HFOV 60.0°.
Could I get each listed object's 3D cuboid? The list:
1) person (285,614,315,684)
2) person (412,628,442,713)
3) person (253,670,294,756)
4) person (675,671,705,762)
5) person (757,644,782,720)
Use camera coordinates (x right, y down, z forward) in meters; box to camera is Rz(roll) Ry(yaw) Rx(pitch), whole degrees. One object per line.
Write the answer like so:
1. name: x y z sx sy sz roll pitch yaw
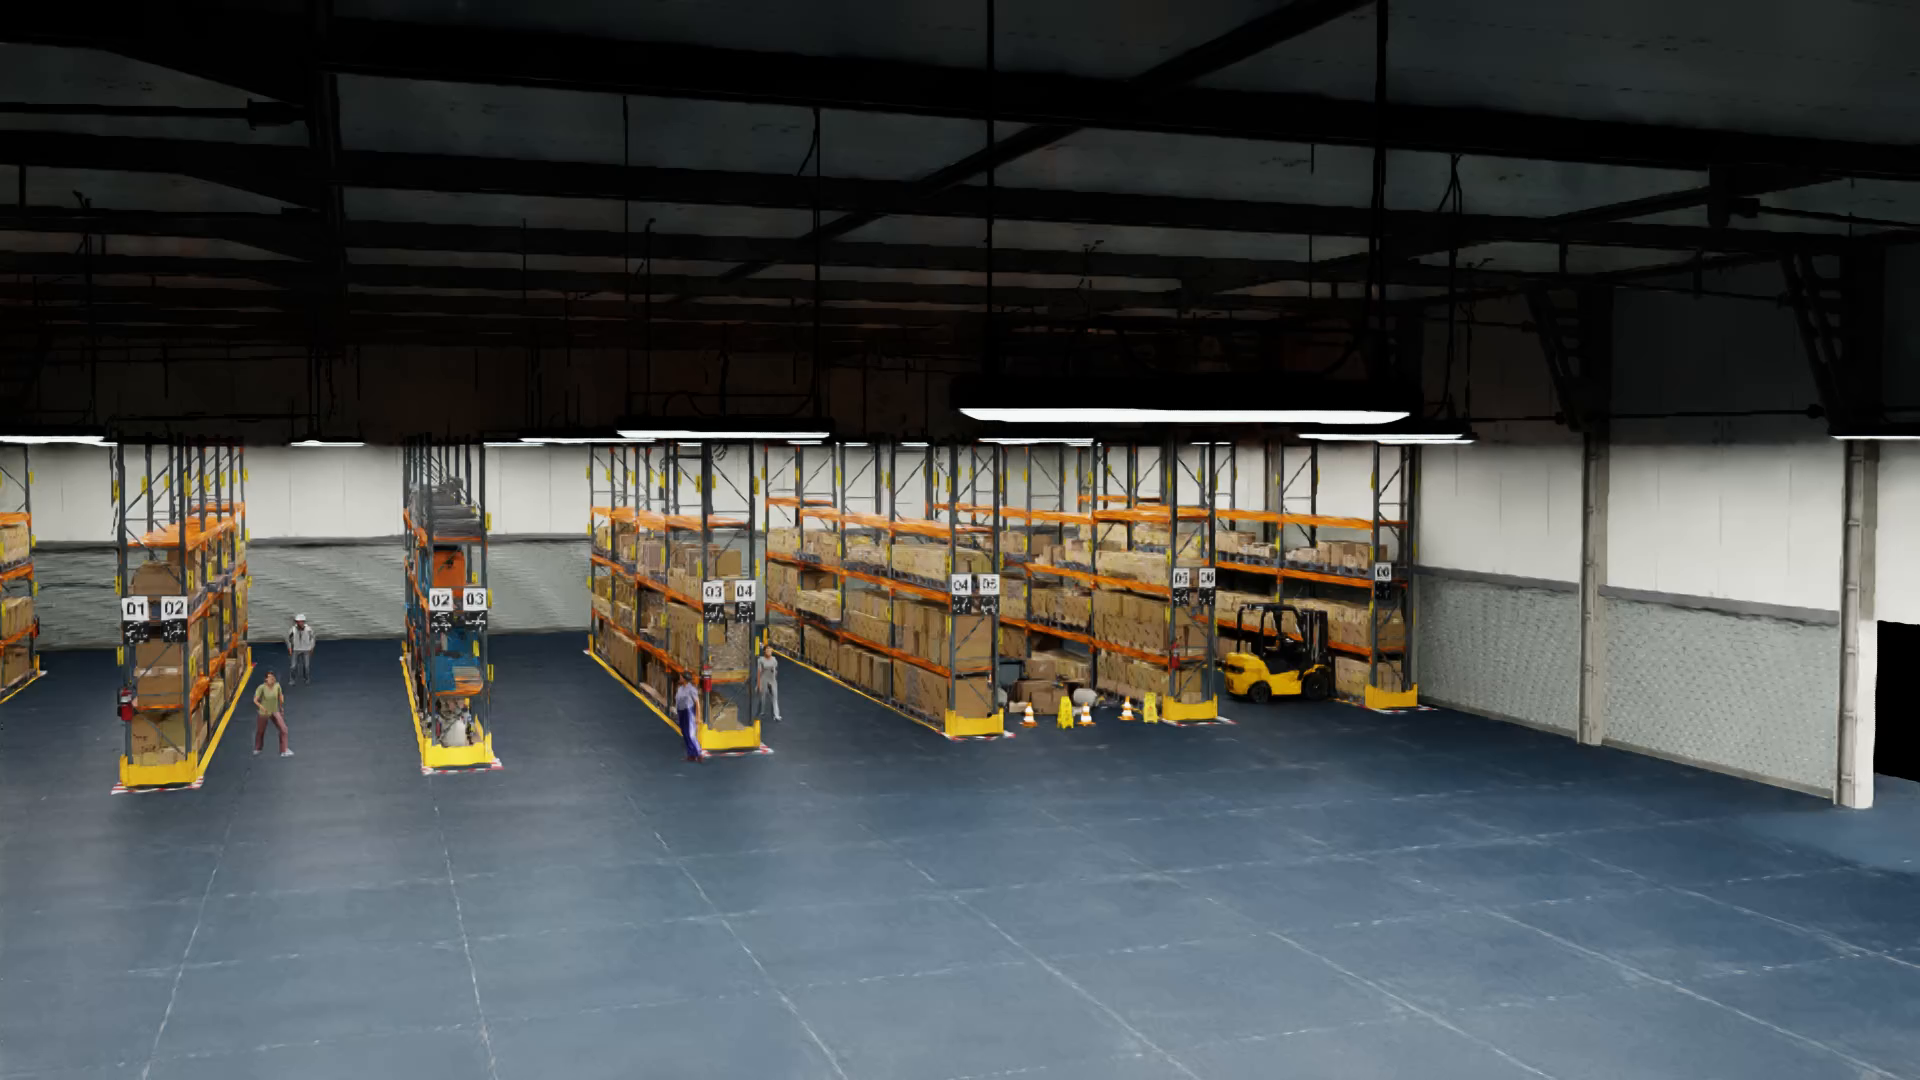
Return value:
1. person: -15.942 2.639 40.208 0.677 1.726 0.574 -1 3 -22
2. person: -11.105 2.718 34.677 0.535 1.772 0.662 -2 4 -34
3. person: -12.806 3.198 30.865 0.621 1.604 0.814 -2 4 -36
4. person: -4.925 3.212 30.327 0.602 1.641 0.408 3 4 40
5. person: -4.057 2.970 35.002 0.446 1.590 1.099 -1 3 -18
